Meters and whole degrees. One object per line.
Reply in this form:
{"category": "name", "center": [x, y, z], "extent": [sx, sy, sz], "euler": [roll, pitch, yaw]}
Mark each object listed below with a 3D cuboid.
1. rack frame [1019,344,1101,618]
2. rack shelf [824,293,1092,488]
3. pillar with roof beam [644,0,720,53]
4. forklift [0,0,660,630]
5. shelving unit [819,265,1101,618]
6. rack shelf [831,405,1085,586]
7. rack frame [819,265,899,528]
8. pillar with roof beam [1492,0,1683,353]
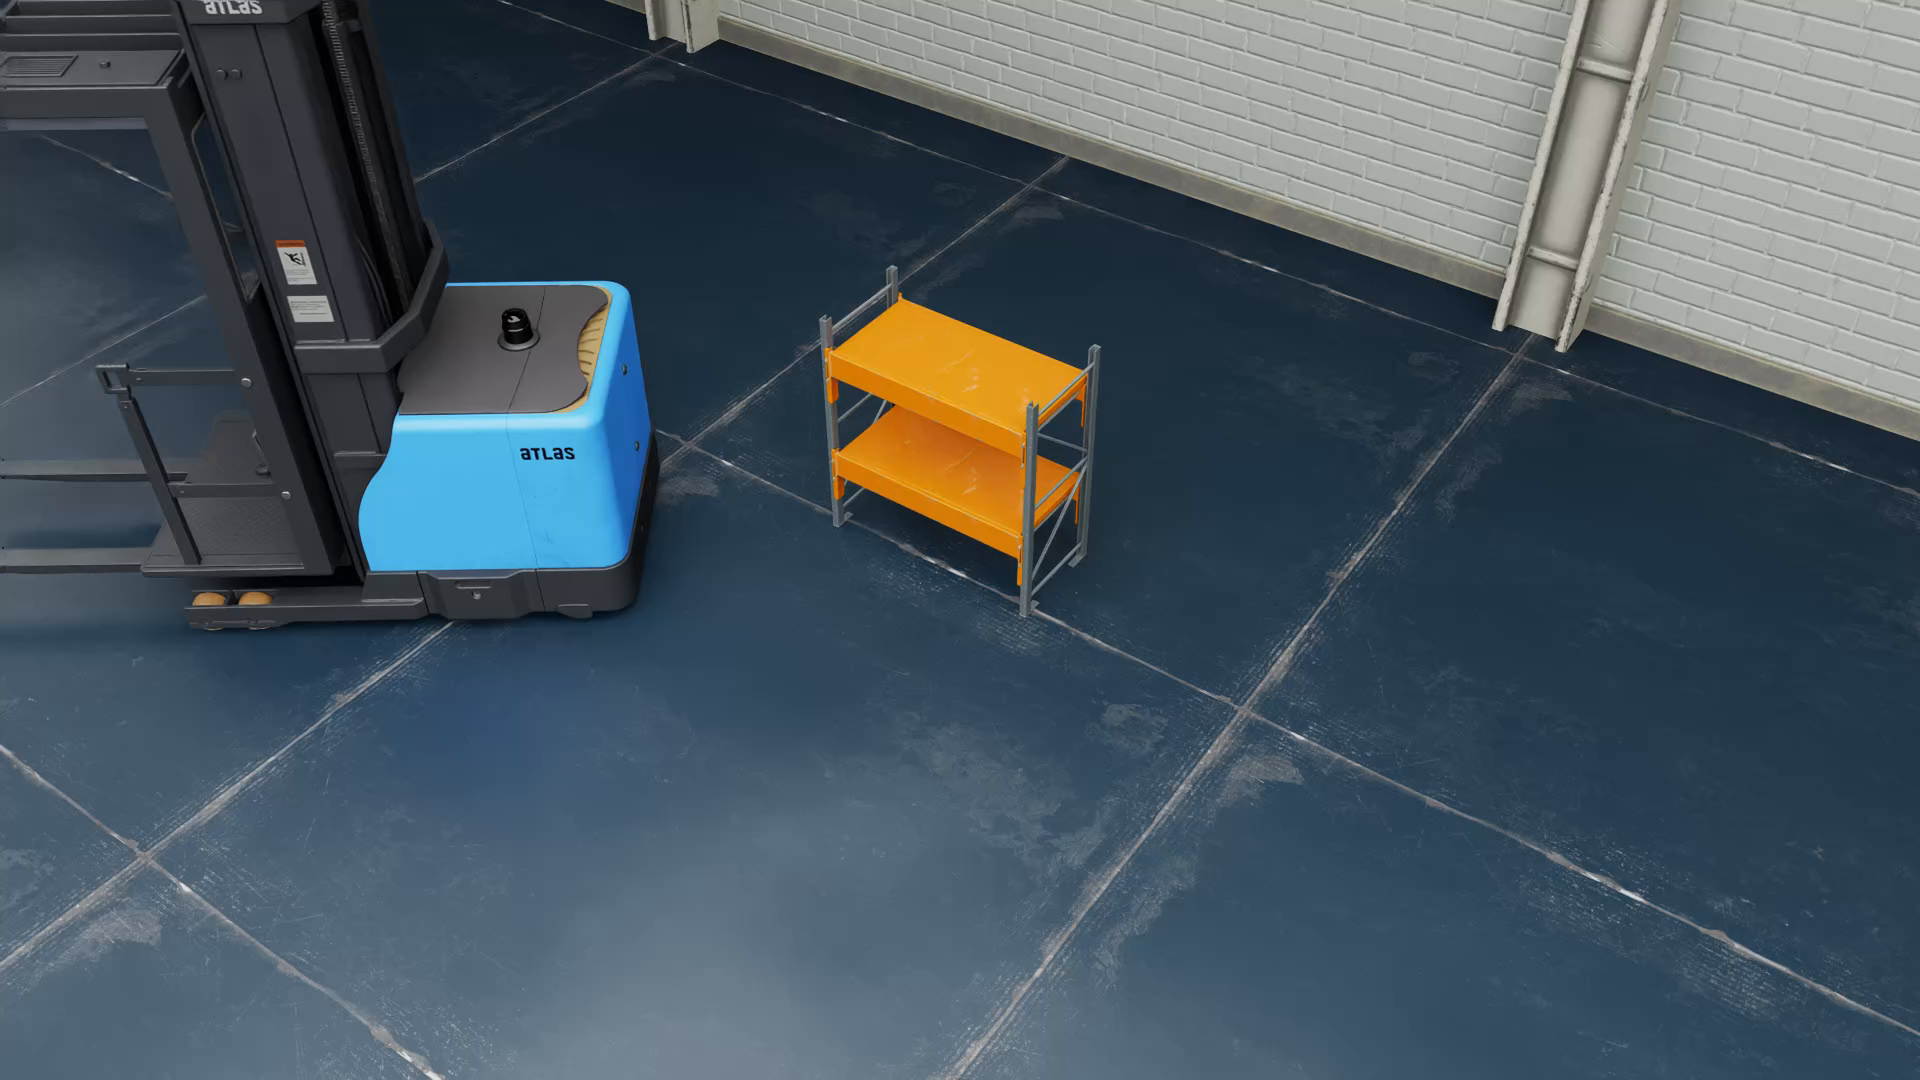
{"category": "rack frame", "center": [0.411, -0.227, 6.909], "extent": [0.032, 1.125, 0.500], "euler": [25, 48, 25]}
{"category": "rack shelf", "center": [-0.006, -0.640, 6.931], "extent": [1.000, 0.278, 0.538], "euler": [25, 48, 25]}
{"category": "pillar with roof beam", "center": [-4.340, -4.424, 5.694], "extent": [0.400, 9.000, 9.100], "euler": [25, 48, 25]}
{"category": "forklift", "center": [-2.905, -1.066, 6.492], "extent": [3.031, 2.935, 1.130], "euler": [-1, 42, -1]}
{"category": "shelving unit", "center": [-0.006, -0.422, 7.126], "extent": [1.048, 1.125, 0.538], "euler": [25, 48, 25]}
{"category": "rack shelf", "center": [-0.006, -0.240, 7.289], "extent": [1.000, 0.278, 0.538], "euler": [25, 48, 25]}
{"category": "rack frame", "center": [-0.422, -0.616, 7.344], "extent": [0.032, 1.125, 0.500], "euler": [25, 48, 25]}
{"category": "pillar with roof beam", "center": [0.573, -2.127, 3.127], "extent": [0.400, 9.000, 9.100], "euler": [25, 48, 25]}
